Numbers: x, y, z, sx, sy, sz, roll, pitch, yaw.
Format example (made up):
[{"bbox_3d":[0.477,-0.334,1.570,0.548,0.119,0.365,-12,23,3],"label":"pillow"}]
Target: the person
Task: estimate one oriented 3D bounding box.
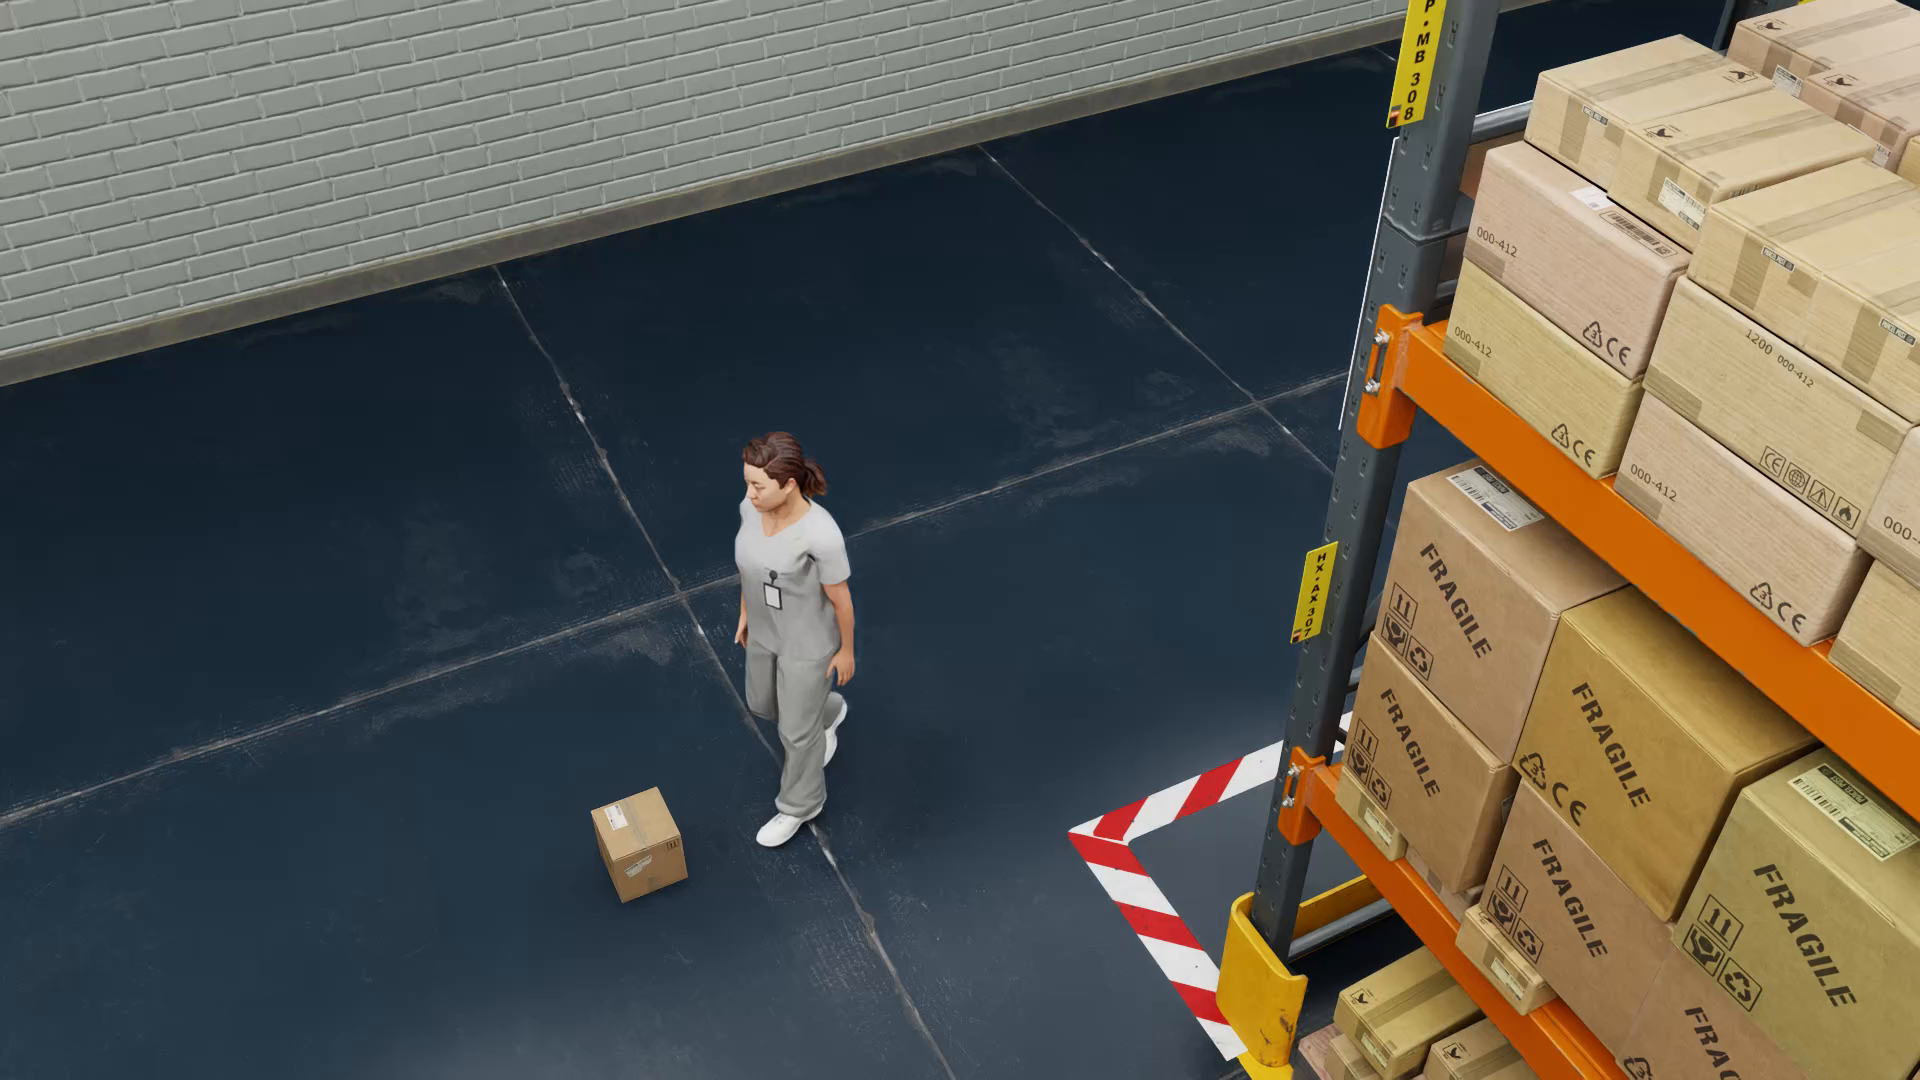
[{"bbox_3d":[-0.633,0.373,5.724,0.474,1.671,0.505,33,51,32],"label":"person"}]
